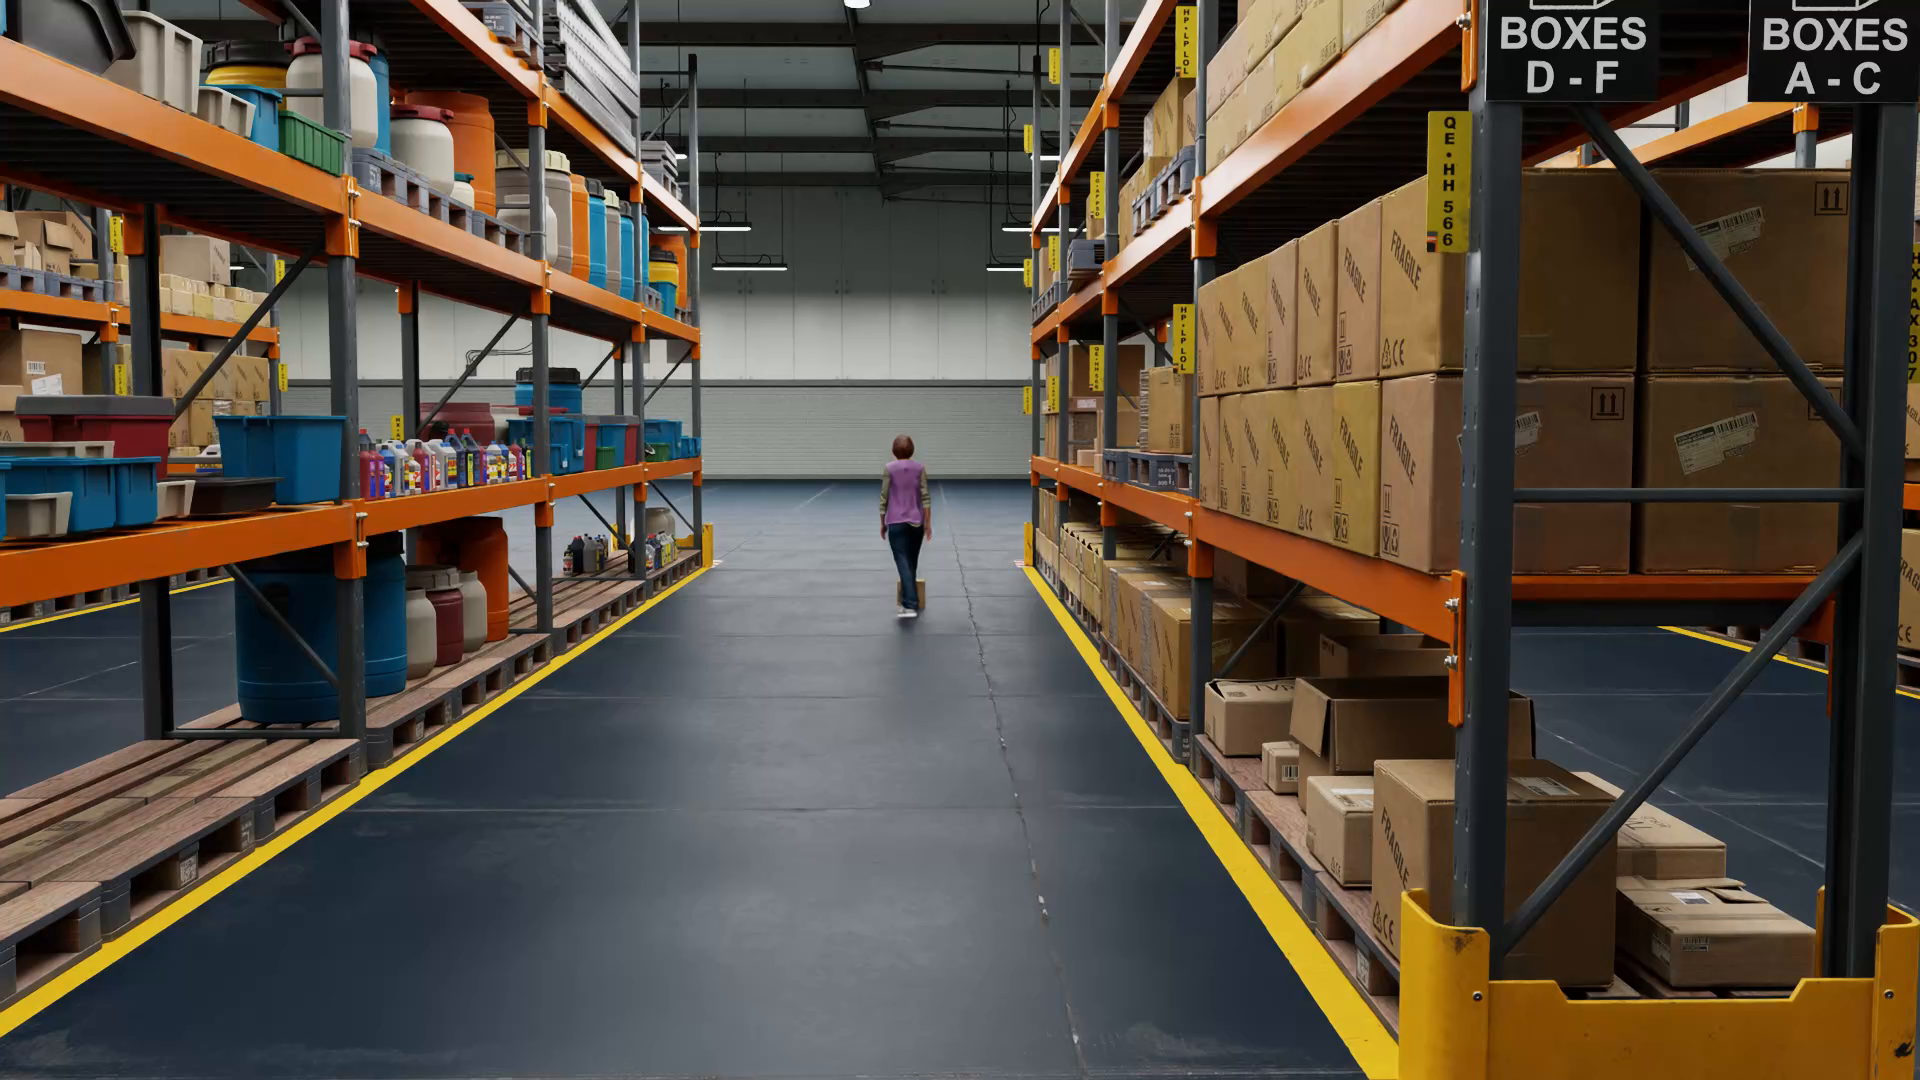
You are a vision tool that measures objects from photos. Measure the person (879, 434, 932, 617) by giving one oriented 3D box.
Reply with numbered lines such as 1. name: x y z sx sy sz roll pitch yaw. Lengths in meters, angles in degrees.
1. person: -0.507 -0.134 14.442 0.417 1.567 0.803 -2 4 -21
